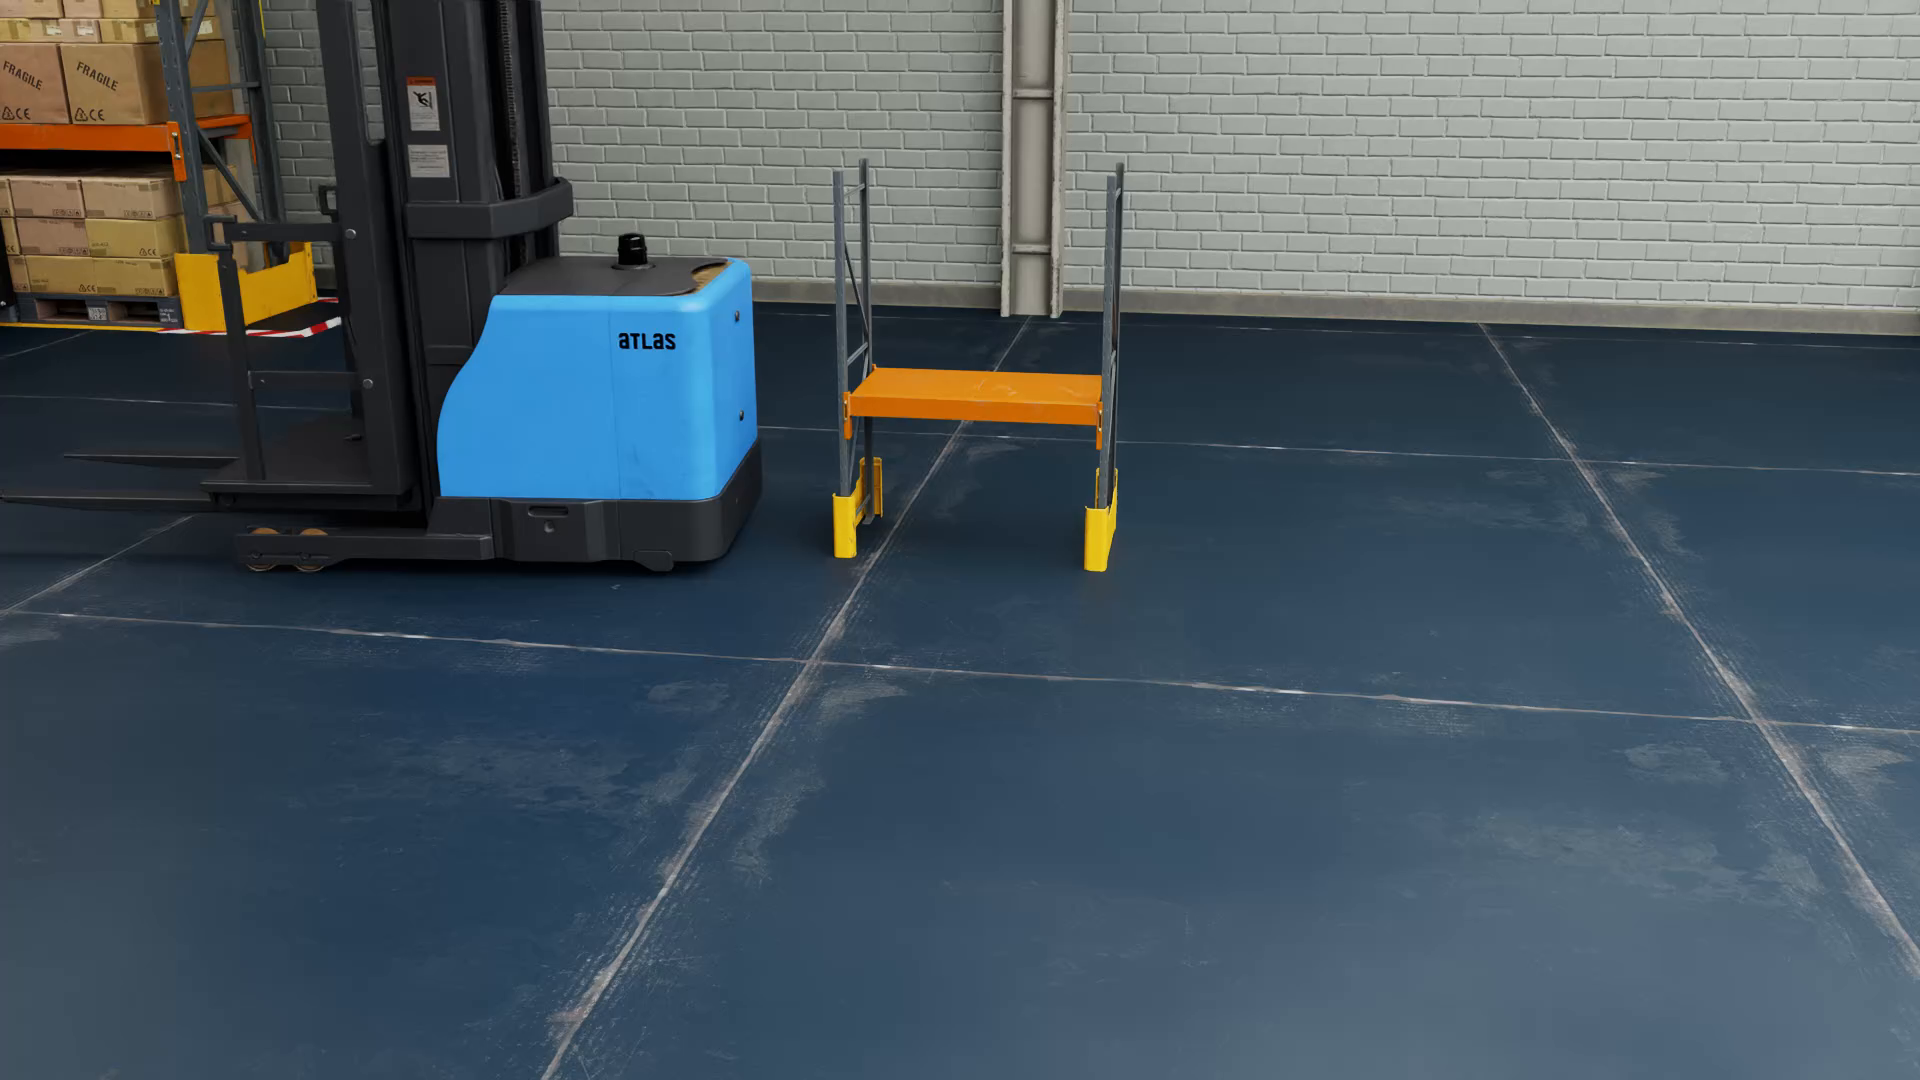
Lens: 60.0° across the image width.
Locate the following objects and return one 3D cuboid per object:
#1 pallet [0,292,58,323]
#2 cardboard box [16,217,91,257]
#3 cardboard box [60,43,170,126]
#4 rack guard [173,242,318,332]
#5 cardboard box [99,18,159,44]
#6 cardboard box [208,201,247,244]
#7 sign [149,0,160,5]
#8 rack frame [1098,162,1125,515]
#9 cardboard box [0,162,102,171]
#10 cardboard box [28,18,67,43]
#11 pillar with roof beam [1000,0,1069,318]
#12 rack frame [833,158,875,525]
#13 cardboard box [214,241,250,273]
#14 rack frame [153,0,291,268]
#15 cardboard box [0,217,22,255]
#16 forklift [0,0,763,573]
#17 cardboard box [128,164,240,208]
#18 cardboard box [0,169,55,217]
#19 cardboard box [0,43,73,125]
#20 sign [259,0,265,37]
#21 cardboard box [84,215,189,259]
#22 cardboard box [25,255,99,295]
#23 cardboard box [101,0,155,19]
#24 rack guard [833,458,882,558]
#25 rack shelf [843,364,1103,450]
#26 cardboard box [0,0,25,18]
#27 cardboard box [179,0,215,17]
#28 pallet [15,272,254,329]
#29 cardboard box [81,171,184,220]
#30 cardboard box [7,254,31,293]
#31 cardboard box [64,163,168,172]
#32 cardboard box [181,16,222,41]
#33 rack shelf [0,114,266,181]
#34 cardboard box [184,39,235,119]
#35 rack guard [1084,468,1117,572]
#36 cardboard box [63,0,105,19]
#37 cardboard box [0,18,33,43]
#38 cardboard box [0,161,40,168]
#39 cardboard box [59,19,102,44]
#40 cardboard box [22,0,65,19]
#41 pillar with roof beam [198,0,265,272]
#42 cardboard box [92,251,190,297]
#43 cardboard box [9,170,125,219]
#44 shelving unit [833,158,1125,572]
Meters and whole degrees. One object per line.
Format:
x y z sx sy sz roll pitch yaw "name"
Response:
-6.845 -1.742 11.675 1.213 0.211 1.003 3 19 9 "pallet"
-5.906 -2.064 11.128 0.500 0.250 0.500 3 19 8 "cardboard box"
-5.410 -2.966 10.784 0.500 0.500 0.500 3 19 7 "cardboard box"
-4.858 -1.790 11.364 0.348 0.500 1.175 3 19 9 "rack guard"
-5.269 -3.261 10.642 0.250 0.149 0.380 3 19 9 "cardboard box"
-5.313 -2.197 11.527 0.500 0.250 0.500 3 19 10 "cardboard box"
-4.982 -3.469 10.244 0.005 0.325 0.100 3 19 9 "sign"
0.586 -0.681 6.476 0.032 1.500 0.500 3 19 9 "rack frame"
-6.313 -2.482 11.589 0.500 0.250 0.500 3 19 8 "cardboard box"
-5.772 -3.297 10.749 0.250 0.149 0.380 3 19 10 "cardboard box"
-0.185 -4.488 6.035 0.400 9.000 9.100 3 19 9 "pillar with roof beam"
-0.418 -0.733 6.629 0.032 1.500 0.500 3 19 9 "rack frame"
-5.336 -1.958 11.598 0.500 0.250 0.500 3 19 9 "cardboard box"
-4.882 -2.976 10.971 0.127 3.000 1.000 3 19 9 "rack frame"
-6.419 -2.083 11.186 0.500 0.250 0.500 2 19 7 "cardboard box"
-2.394 -1.430 6.459 3.031 2.935 1.130 1 19 3 "forklift"
-5.327 -2.429 11.432 0.500 0.250 0.500 3 19 8 "cardboard box"
-6.391 -2.317 11.098 0.500 0.250 0.500 3 19 9 "cardboard box"
-5.920 -2.995 10.870 0.500 0.500 0.500 4 19 10 "cardboard box"
-4.788 -3.598 11.340 0.005 0.325 0.100 3 19 9 "sign"
-5.412 -2.035 11.042 0.500 0.250 0.500 3 19 8 "cardboard box"
-5.886 -1.824 11.200 0.500 0.250 0.500 3 19 9 "cardboard box"
-5.269 -3.425 10.662 0.250 0.149 0.380 3 19 9 "cardboard box"
-0.416 -0.140 6.827 0.087 0.250 0.587 3 19 9 "rack guard"
0.084 -0.536 6.609 1.000 0.185 0.538 3 19 9 "rack shelf"
-6.014 -3.468 10.791 0.250 0.149 0.380 3 19 9 "cardboard box"
-5.180 -3.556 11.056 0.250 0.149 0.380 3 19 8 "cardboard box"
-5.644 -1.679 11.490 1.213 0.211 1.003 3 19 9 "pallet"
-5.386 -2.271 10.960 0.500 0.250 0.500 4 19 10 "cardboard box"
-6.378 -1.852 11.283 0.500 0.250 0.500 3 19 9 "cardboard box"
-5.820 -2.453 11.504 0.500 0.250 0.500 3 19 9 "cardboard box"
-5.176 -3.430 11.147 0.250 0.149 0.380 2 19 7 "cardboard box"
-6.857 -2.736 11.386 4.000 0.370 1.077 3 19 9 "rack shelf"
-5.327 -3.136 11.290 0.500 0.500 0.500 4 19 10 "cardboard box"
0.567 -0.090 6.677 0.087 0.250 0.587 3 19 9 "rack guard"
-5.518 -3.427 10.670 0.250 0.149 0.380 3 19 9 "cardboard box"
-6.015 -3.313 10.797 0.250 0.149 0.380 3 19 8 "cardboard box"
-6.817 -2.510 11.673 0.500 0.250 0.500 3 19 8 "cardboard box"
-5.526 -3.265 10.653 0.250 0.149 0.380 3 19 10 "cardboard box"
-5.780 -3.432 10.684 0.250 0.149 0.380 3 19 10 "cardboard box"
-6.109 -4.790 6.937 0.400 9.000 9.100 3 19 9 "pillar with roof beam"
-5.396 -1.796 11.116 0.500 0.250 0.500 3 19 9 "cardboard box"
-5.891 -2.295 11.031 0.500 0.250 0.500 3 19 10 "cardboard box"
0.075 -0.707 6.554 1.083 1.500 0.587 3 19 9 "shelving unit"
